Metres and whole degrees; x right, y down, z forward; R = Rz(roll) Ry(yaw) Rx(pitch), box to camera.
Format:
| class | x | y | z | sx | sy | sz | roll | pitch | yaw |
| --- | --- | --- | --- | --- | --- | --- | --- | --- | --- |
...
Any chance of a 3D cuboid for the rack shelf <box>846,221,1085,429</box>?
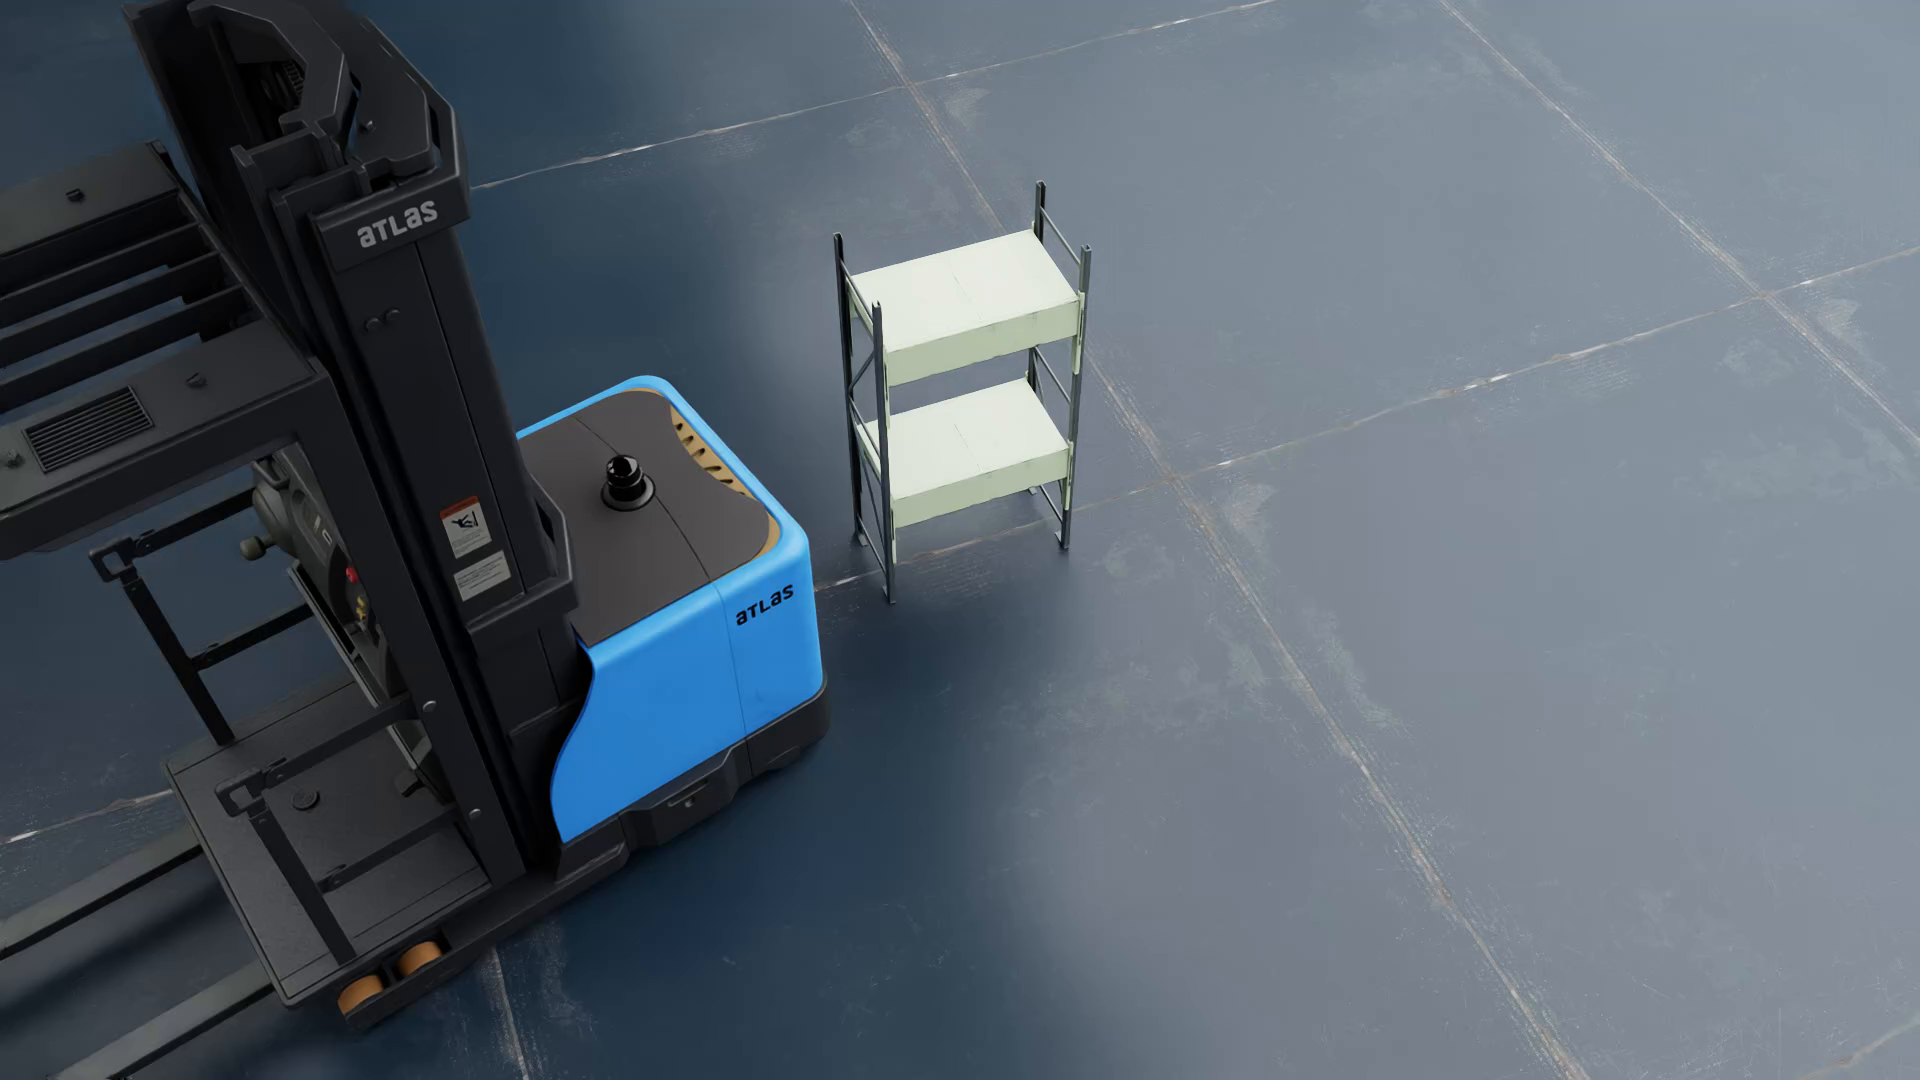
| class | x | y | z | sx | sy | sz | roll | pitch | yaw |
| --- | --- | --- | --- | --- | --- | --- | --- | --- | --- |
| rack shelf | 0.006 | -0.745 | 5.727 | 0.720 | 0.370 | 0.431 | -17 | 52 | -14 |

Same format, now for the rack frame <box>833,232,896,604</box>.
| class | x | y | z | sx | sy | sz | roll | pitch | yaw |
| --- | --- | --- | --- | --- | --- | --- | --- | --- | --- |
| rack frame | -0.333 | -0.386 | 5.933 | 0.023 | 1.500 | 0.400 | -17 | 52 | -14 |

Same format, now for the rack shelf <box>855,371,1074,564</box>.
| class | x | y | z | sx | sy | sz | roll | pitch | yaw |
| --- | --- | --- | --- | --- | --- | --- | --- | --- | --- |
| rack shelf | 0.006 | -0.278 | 6.271 | 0.720 | 0.370 | 0.431 | -17 | 52 | -14 |

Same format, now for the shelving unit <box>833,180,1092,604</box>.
| class | x | y | z | sx | sy | sz | roll | pitch | yaw |
| --- | --- | --- | --- | --- | --- | --- | --- | --- | --- |
| shelving unit | 0.006 | -0.491 | 6.023 | 0.755 | 1.500 | 0.431 | -17 | 52 | -14 |

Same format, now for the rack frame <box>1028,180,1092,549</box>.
| class | x | y | z | sx | sy | sz | roll | pitch | yaw |
| --- | --- | --- | --- | --- | --- | --- | --- | --- | --- |
| rack frame | 0.345 | -0.596 | 6.114 | 0.023 | 1.500 | 0.400 | -17 | 52 | -14 |

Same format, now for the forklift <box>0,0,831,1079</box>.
| class | x | y | z | sx | sy | sz | roll | pitch | yaw |
| --- | --- | --- | --- | --- | --- | --- | --- | --- | --- |
| forklift | -1.943 | 0.121 | 4.555 | 3.031 | 2.935 | 1.130 | -30 | 56 | -23 |
